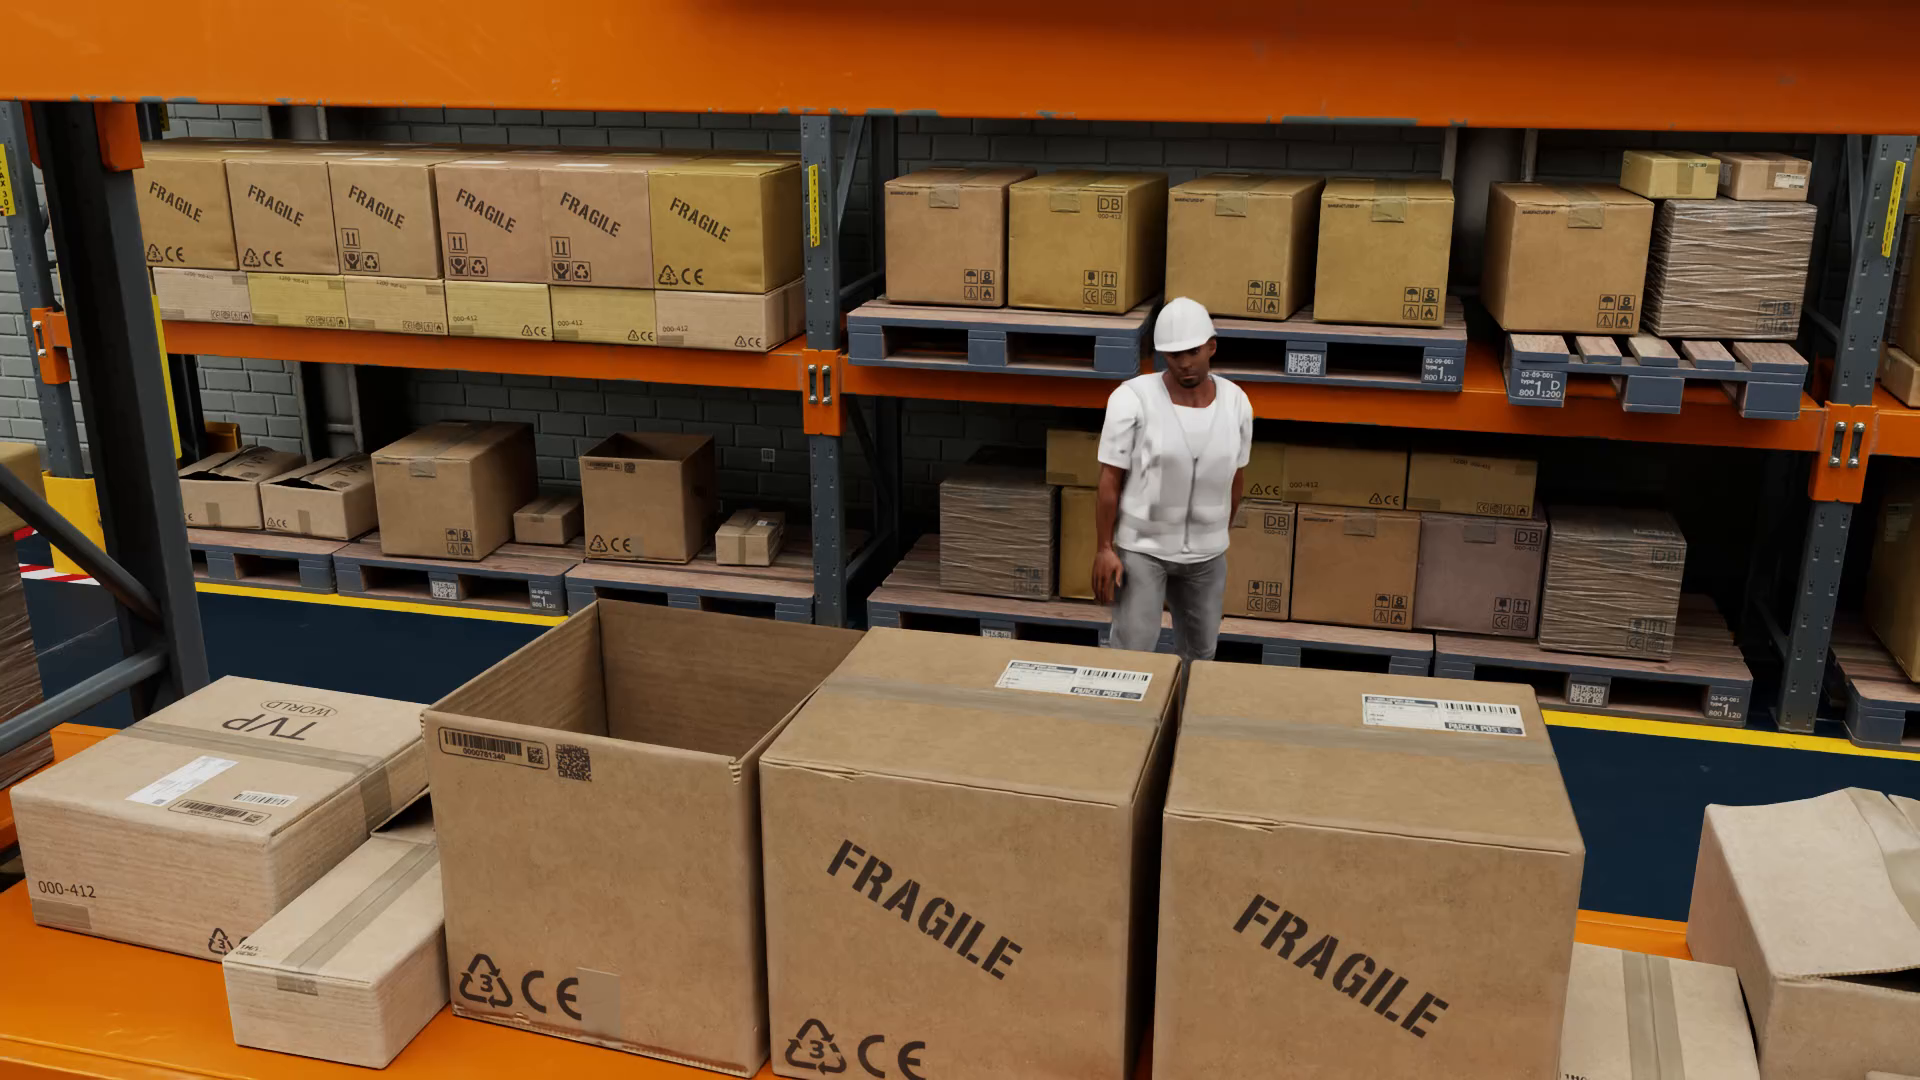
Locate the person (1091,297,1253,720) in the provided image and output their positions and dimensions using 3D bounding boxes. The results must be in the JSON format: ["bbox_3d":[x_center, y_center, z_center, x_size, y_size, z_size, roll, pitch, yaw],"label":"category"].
[{"bbox_3d":[0.732,0.036,5.801,0.606,1.767,0.371,-5,19,-15],"label":"person"}]
